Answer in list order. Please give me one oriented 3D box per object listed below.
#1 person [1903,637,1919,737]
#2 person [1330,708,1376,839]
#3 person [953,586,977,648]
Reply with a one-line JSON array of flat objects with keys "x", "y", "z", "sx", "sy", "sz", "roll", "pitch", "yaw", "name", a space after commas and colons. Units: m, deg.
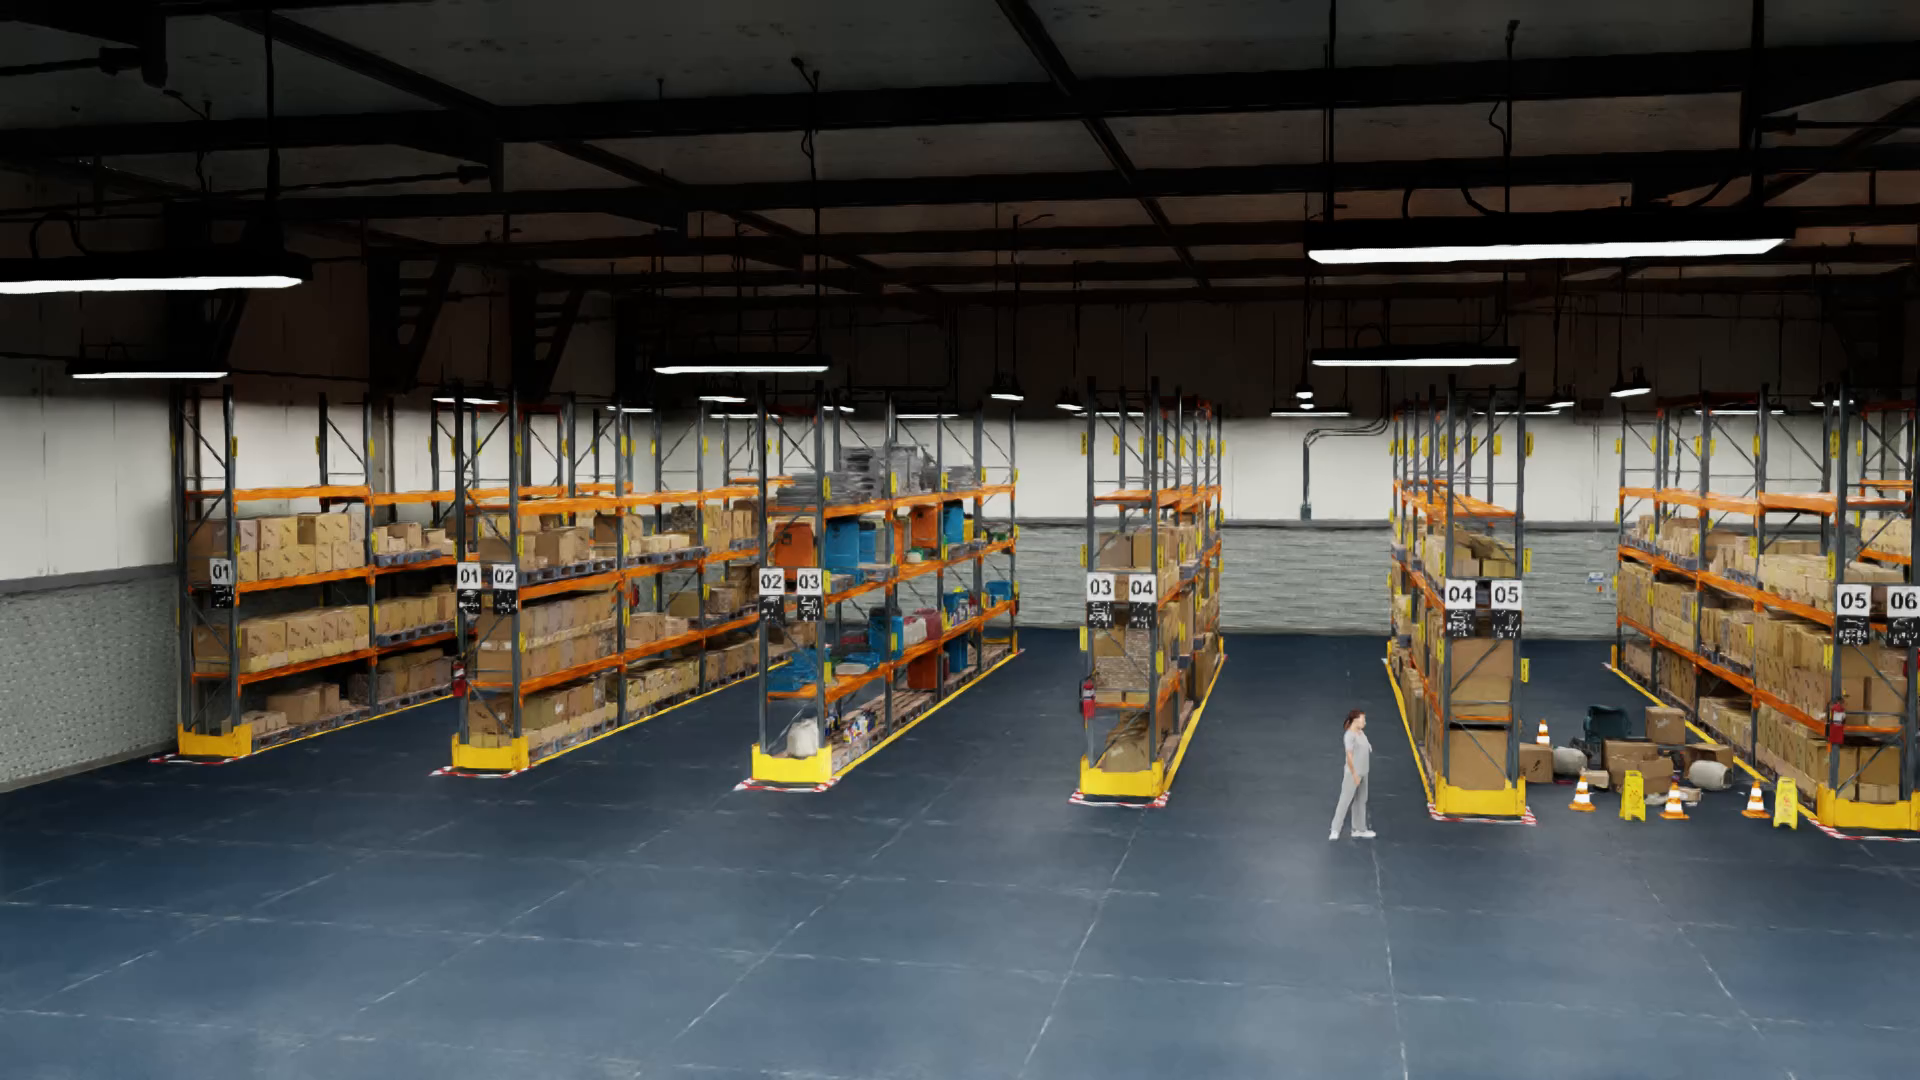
[{"x": 16.505, "y": 2.514, "z": 28.802, "sx": 0.593, "sy": 1.719, "sz": 0.651, "roll": 2, "pitch": 4, "yaw": 38, "name": "person"}, {"x": 4.984, "y": 2.979, "z": 21.219, "sx": 0.434, "sy": 1.671, "sz": 0.647, "roll": 3, "pitch": 4, "yaw": 43, "name": "person"}, {"x": 0.035, "y": 1.946, "z": 39.498, "sx": 0.616, "sy": 1.713, "sz": 0.977, "roll": 2, "pitch": 4, "yaw": 32, "name": "person"}]
